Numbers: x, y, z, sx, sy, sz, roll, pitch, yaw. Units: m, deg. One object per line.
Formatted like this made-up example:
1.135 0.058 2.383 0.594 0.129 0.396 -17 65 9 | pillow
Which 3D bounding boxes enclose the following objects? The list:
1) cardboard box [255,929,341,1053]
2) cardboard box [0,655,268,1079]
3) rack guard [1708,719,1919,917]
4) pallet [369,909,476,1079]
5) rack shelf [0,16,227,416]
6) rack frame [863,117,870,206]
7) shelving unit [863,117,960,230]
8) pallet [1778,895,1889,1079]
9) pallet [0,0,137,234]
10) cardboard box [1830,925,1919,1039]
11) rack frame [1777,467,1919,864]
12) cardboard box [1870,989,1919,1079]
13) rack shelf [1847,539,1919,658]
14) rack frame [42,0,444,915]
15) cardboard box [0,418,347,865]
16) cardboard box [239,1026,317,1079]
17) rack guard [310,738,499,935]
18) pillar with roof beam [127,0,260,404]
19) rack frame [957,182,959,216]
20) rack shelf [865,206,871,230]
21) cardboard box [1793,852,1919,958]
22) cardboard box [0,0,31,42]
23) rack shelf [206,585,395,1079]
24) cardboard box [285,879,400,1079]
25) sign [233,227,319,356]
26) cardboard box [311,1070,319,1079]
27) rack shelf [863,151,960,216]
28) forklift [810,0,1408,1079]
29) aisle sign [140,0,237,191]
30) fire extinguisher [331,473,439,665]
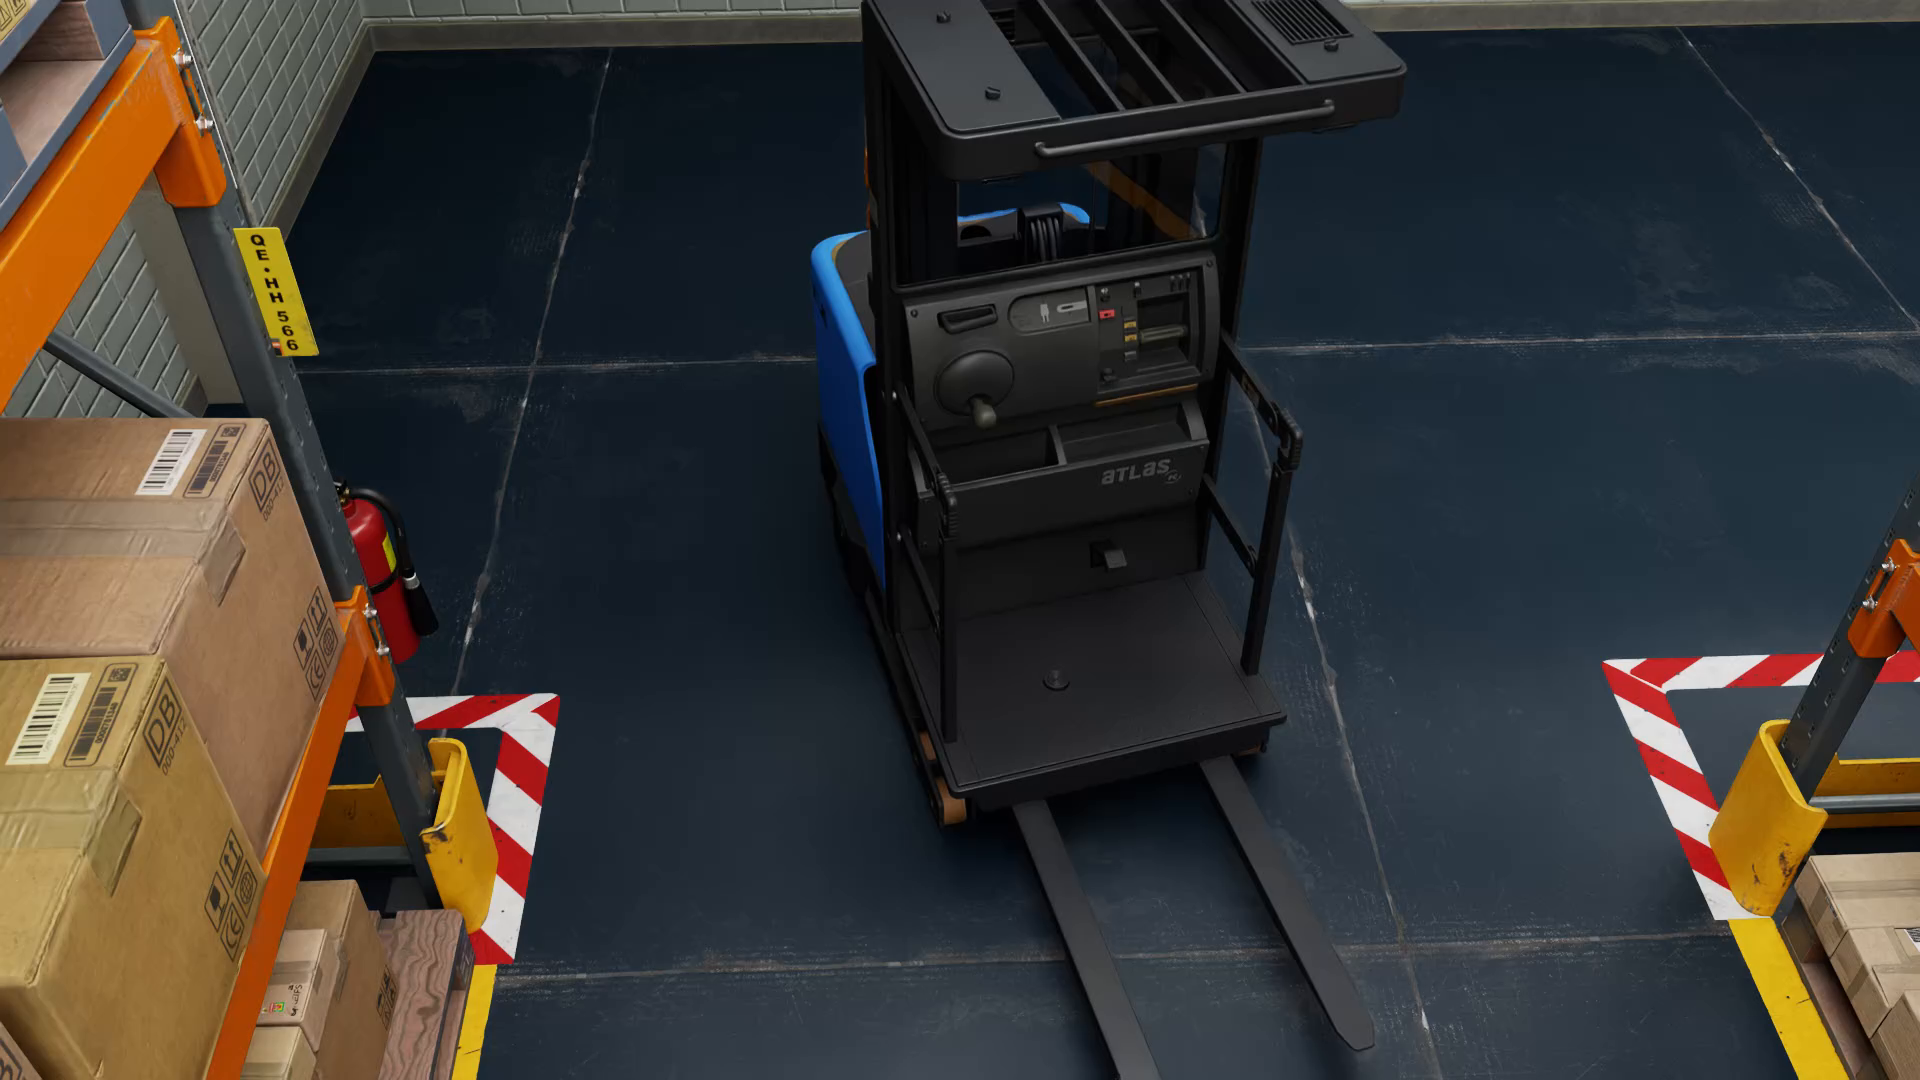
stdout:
-1.696 1.070 3.922 0.380 0.149 0.250 -2 43 -2 | cardboard box
-1.940 0.715 3.028 0.980 0.700 0.700 -2 43 -2 | cardboard box
2.939 0.819 4.986 1.175 0.500 0.348 -2 43 -2 | rack guard
-1.901 1.557 4.396 1.003 0.211 1.213 -2 43 -2 | pallet
-1.928 0.501 1.796 1.077 0.370 4.000 -2 43 -2 | rack shelf
-0.244 -1.147 6.614 0.240 1.200 0.015 -10 43 -11 | rack frame
-0.183 -0.988 6.440 0.258 1.200 0.503 -10 43 -11 | shelving unit
2.974 1.464 4.497 1.003 0.211 1.213 -2 43 -2 | pallet
-1.971 -0.581 2.510 1.003 0.211 1.213 -2 43 -2 | pallet
2.621 1.190 4.503 0.380 0.166 0.250 -2 43 -2 | cardboard box
2.936 -0.154 4.198 1.000 3.000 0.127 -2 43 -2 | rack frame
2.697 1.411 4.200 0.500 0.250 0.500 -2 43 -2 | cardboard box
3.021 1.462 2.968 1.077 0.370 4.000 -2 43 -2 | rack shelf
-2.013 -0.009 4.040 1.000 3.000 0.127 -2 43 -2 | rack frame
-1.982 0.225 3.563 0.980 0.700 0.700 0 43 0 | cardboard box
-1.685 1.242 3.734 0.380 0.149 0.250 -1 43 -1 | cardboard box
-2.014 0.896 4.902 1.175 0.500 0.348 -2 43 -2 | rack guard
1.309 -4.142 4.109 9.100 9.000 0.400 -2 43 -2 | pillar with roof beam
-0.123 -0.828 6.265 0.240 1.200 0.015 -10 43 -11 | rack frame
-0.183 -1.103 6.334 0.258 0.148 0.480 -10 43 -11 | rack shelf
2.610 1.028 4.693 0.380 0.149 0.250 -2 43 -2 | cardboard box
-1.717 -0.764 2.370 0.500 0.250 0.500 0 43 0 | cardboard box
-1.928 1.607 2.810 1.077 0.370 4.000 -2 43 -2 | rack shelf
-1.884 1.228 4.230 0.700 0.500 0.500 -2 43 -2 | cardboard box
-1.471 -0.529 3.575 0.100 0.325 0.005 -2 43 -2 | sign
-1.862 1.565 3.862 0.700 0.500 0.500 -2 43 -2 | cardboard box
-0.183 -1.277 6.174 0.258 0.148 0.480 -10 43 -11 | rack shelf
0.365 -0.482 4.607 1.130 2.935 3.031 -11 44 -12 | forklift
-1.717 -1.024 3.224 0.394 0.787 0.004 -2 43 -2 | aisle sign
-1.559 0.042 4.317 0.296 0.674 0.183 -2 43 -2 | fire extinguisher
